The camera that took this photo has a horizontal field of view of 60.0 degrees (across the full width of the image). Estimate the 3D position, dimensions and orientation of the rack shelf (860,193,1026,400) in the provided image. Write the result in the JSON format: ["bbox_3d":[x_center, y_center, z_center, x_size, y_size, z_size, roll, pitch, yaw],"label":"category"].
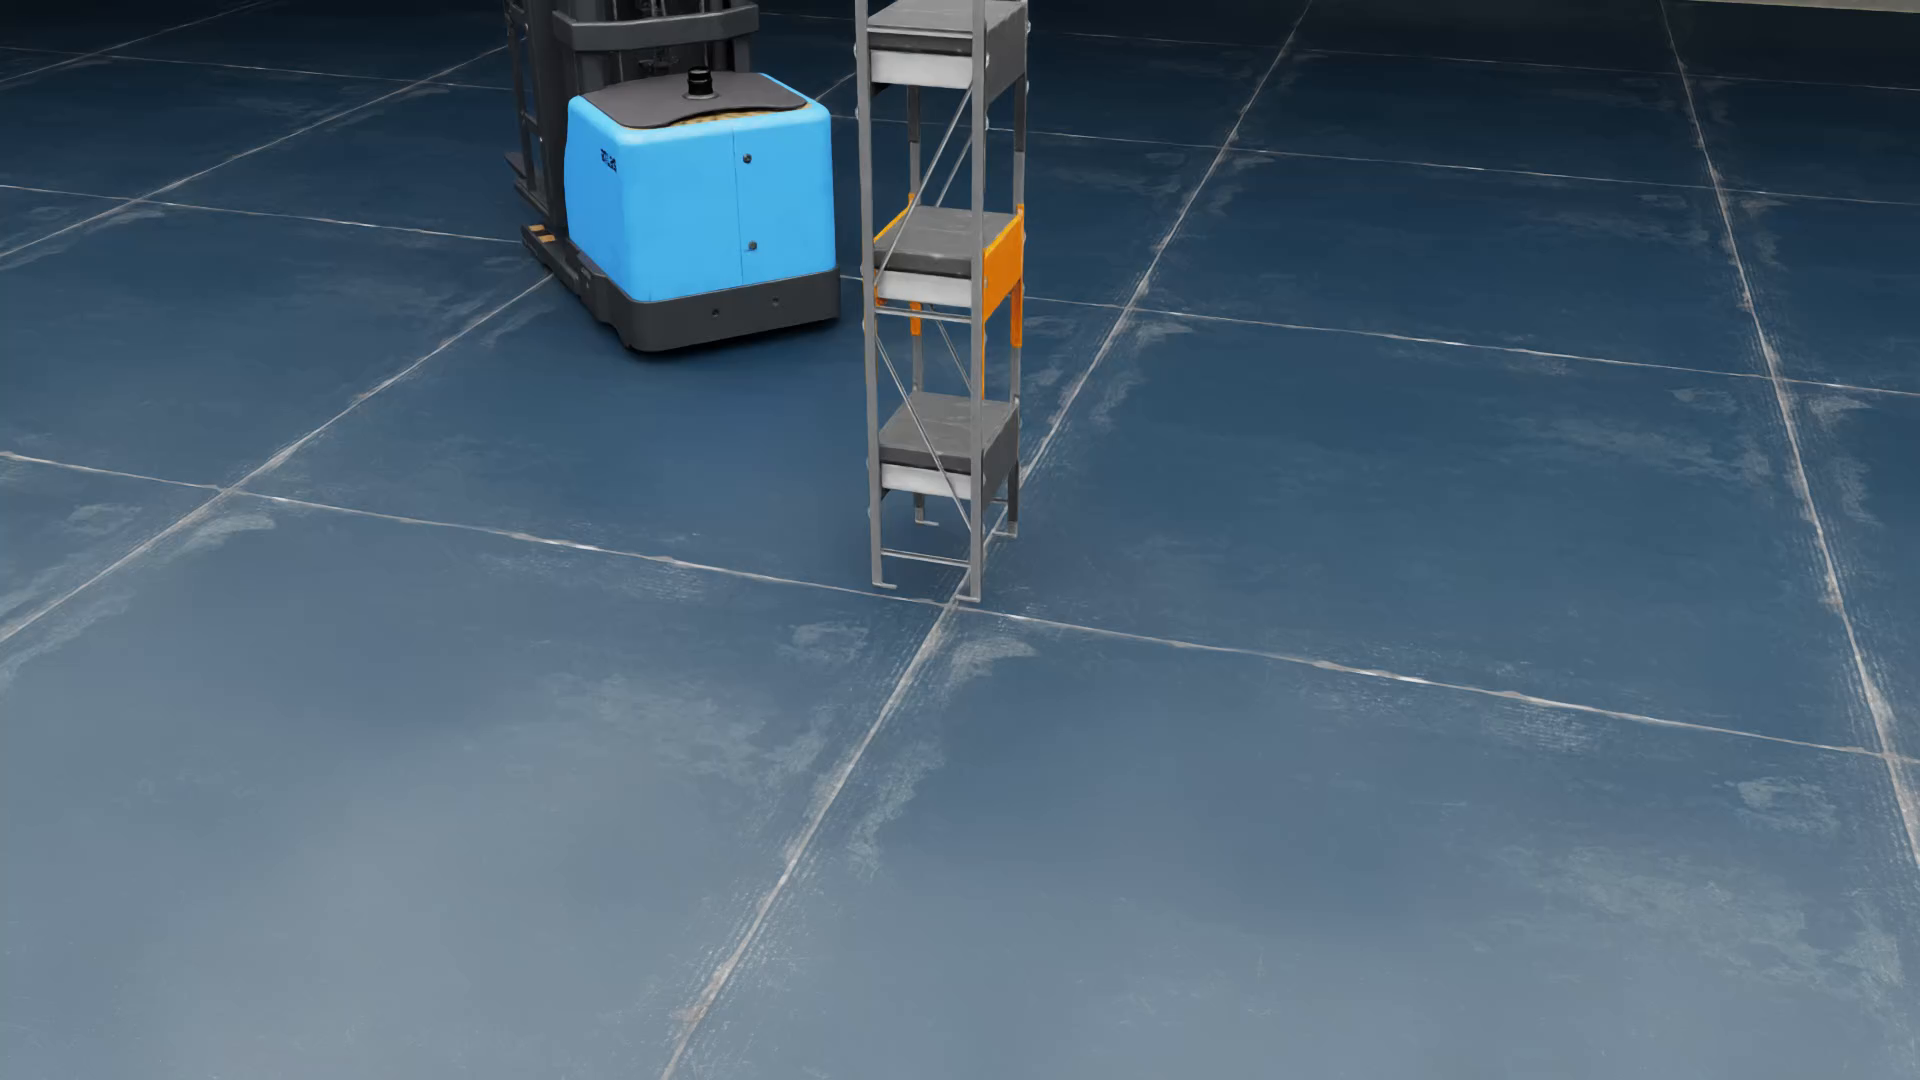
[{"bbox_3d":[-0.049,-0.829,5.608,0.431,0.518,0.480,8,30,15],"label":"rack shelf"}]

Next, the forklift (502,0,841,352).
[{"bbox_3d":[-1.720,-2.835,8.331,1.130,2.935,3.031,-15,32,-24],"label":"forklift"}]

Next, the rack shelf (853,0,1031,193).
[{"bbox_3d":[-0.049,-1.440,5.268,0.431,0.518,0.480,8,30,15],"label":"rack shelf"}]

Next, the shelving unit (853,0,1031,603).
[{"bbox_3d":[-0.049,-0.841,5.601,0.431,2.100,0.503,8,30,15],"label":"shelving unit"}]

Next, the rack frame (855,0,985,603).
[{"bbox_3d":[-0.120,-0.727,5.397,0.400,2.100,0.015,8,30,15],"label":"rack frame"}]

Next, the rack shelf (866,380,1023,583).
[{"bbox_3d":[-0.049,-0.217,5.948,0.431,0.518,0.480,8,30,15],"label":"rack shelf"}]

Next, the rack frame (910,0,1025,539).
[{"bbox_3d":[0.023,-0.954,5.805,0.400,2.100,0.015,8,30,15],"label":"rack frame"}]
